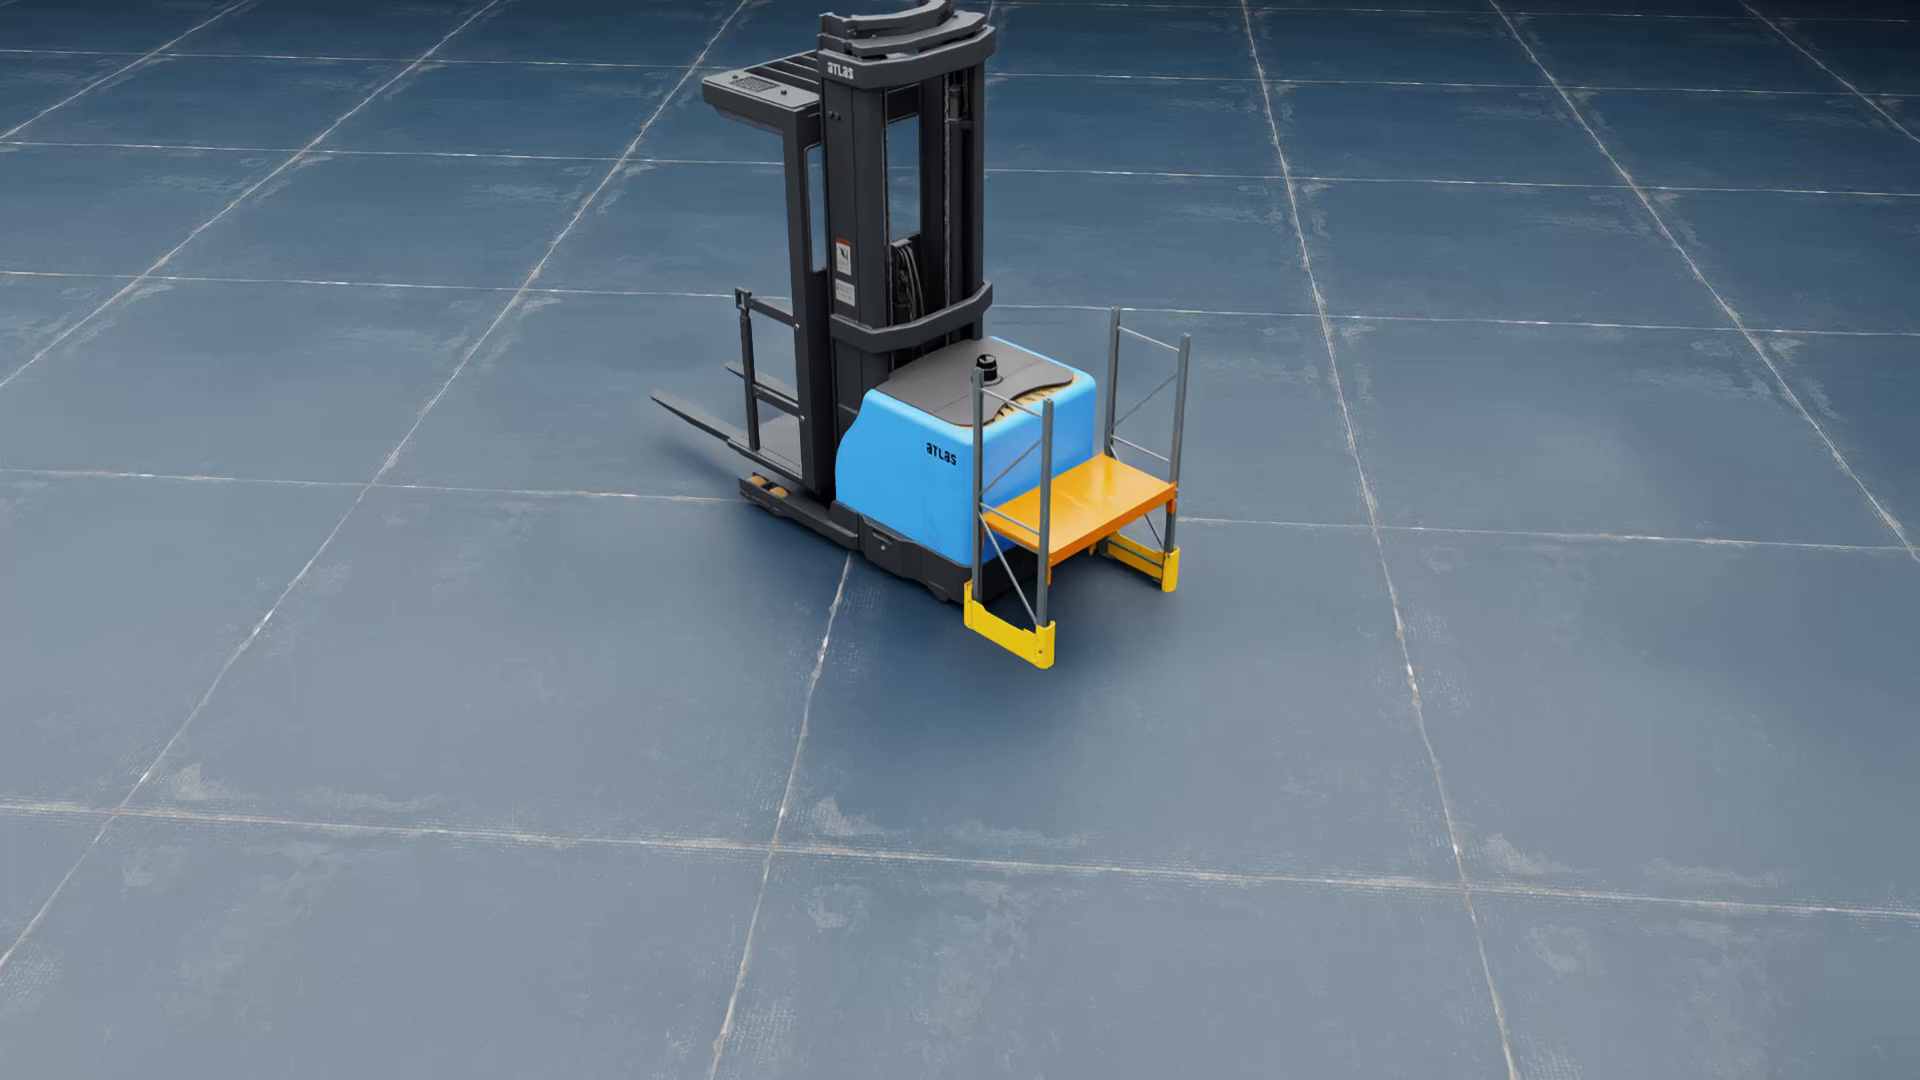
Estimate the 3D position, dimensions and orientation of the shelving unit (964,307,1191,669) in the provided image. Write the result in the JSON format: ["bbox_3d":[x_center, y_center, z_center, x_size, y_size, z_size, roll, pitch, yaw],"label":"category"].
[{"bbox_3d":[0.604,-0.284,8.562,1.083,1.500,0.587,-28,41,-37],"label":"shelving unit"}]

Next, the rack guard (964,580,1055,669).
[{"bbox_3d":[0.251,0.432,8.590,0.087,0.250,0.587,-28,41,-37],"label":"rack guard"}]

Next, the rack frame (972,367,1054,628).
[{"bbox_3d":[0.250,-0.099,8.261,0.032,1.500,0.500,-28,41,-37],"label":"rack frame"}]

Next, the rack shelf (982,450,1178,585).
[{"bbox_3d":[0.610,-0.134,8.662,1.000,0.185,0.538,-28,41,-37],"label":"rack shelf"}]

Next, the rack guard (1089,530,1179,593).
[{"bbox_3d":[0.956,0.063,9.189,0.087,0.250,0.587,-28,41,-37],"label":"rack guard"}]

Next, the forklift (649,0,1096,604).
[{"bbox_3d":[-0.664,-1.565,9.276,3.031,2.935,1.130,27,41,36],"label":"forklift"}]

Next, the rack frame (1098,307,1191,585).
[{"bbox_3d":[0.970,-0.476,8.873,0.032,1.500,0.500,-28,41,-37],"label":"rack frame"}]
